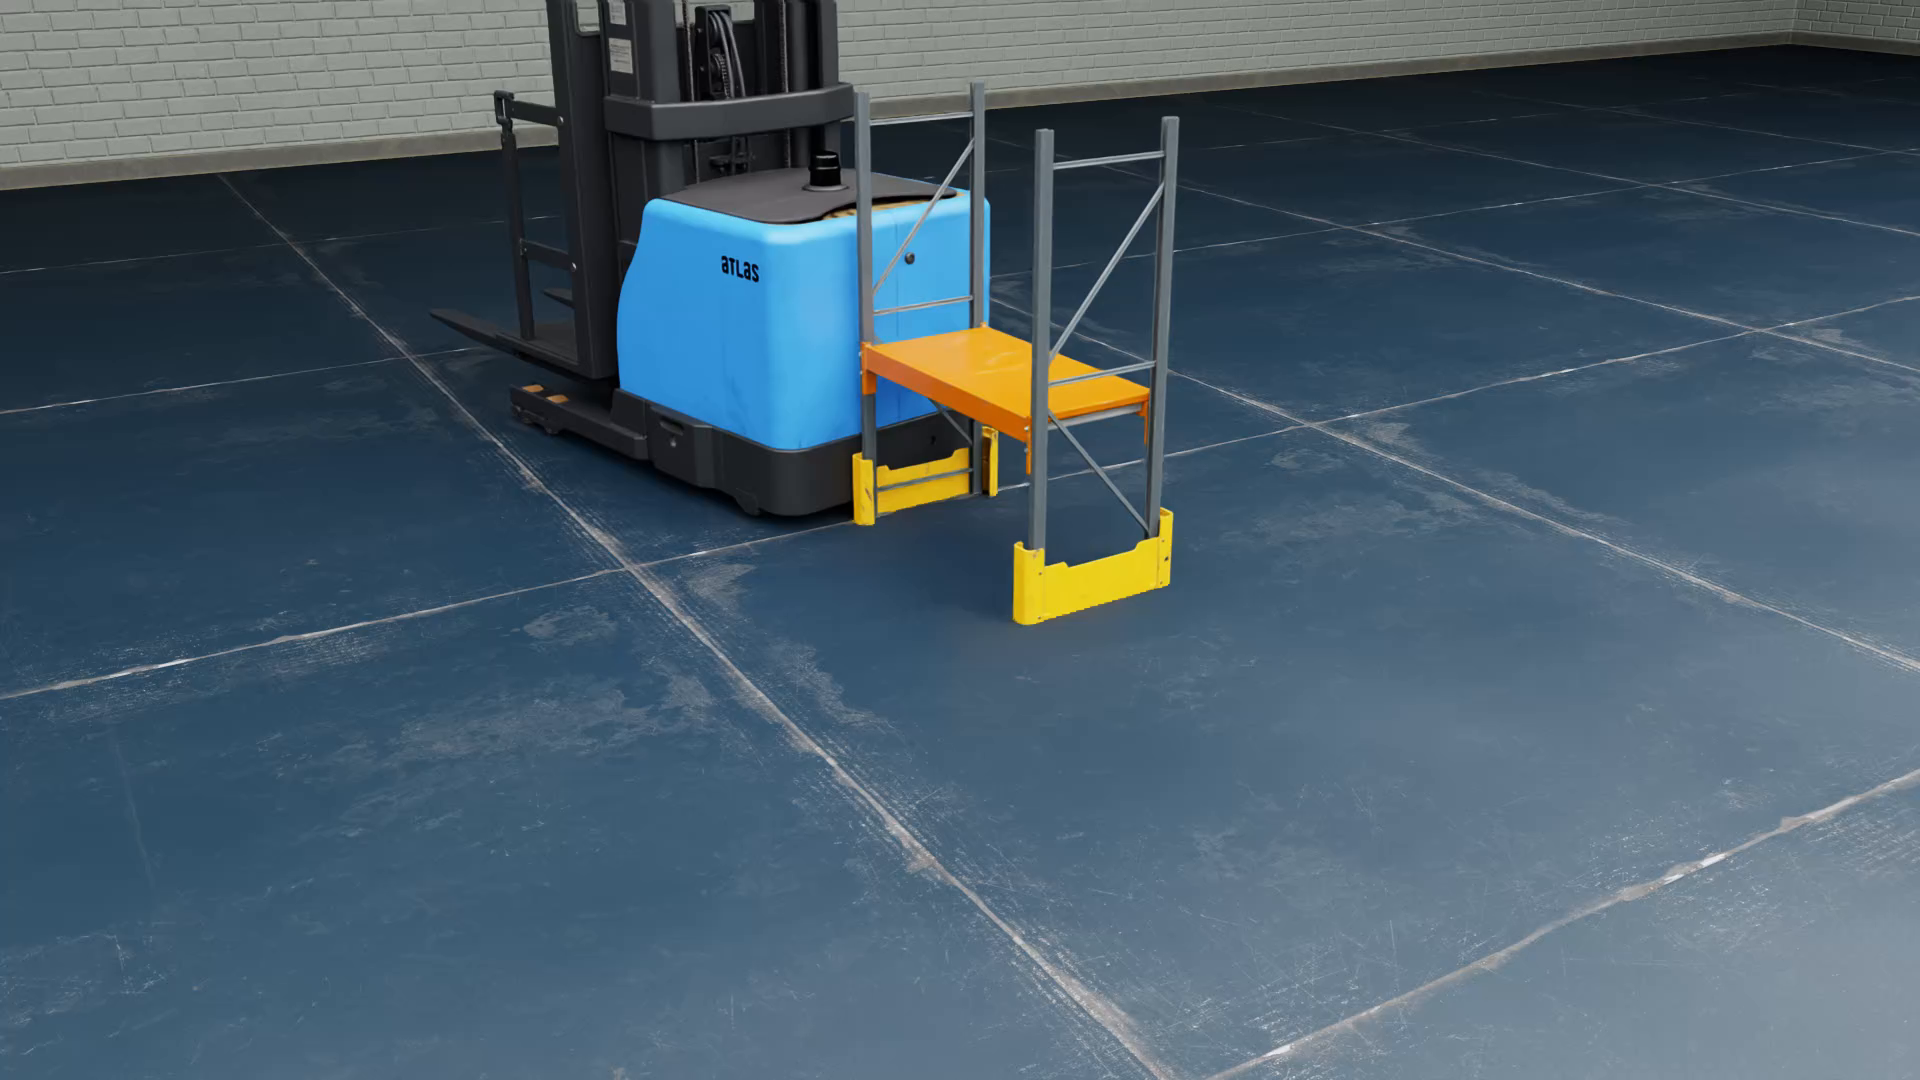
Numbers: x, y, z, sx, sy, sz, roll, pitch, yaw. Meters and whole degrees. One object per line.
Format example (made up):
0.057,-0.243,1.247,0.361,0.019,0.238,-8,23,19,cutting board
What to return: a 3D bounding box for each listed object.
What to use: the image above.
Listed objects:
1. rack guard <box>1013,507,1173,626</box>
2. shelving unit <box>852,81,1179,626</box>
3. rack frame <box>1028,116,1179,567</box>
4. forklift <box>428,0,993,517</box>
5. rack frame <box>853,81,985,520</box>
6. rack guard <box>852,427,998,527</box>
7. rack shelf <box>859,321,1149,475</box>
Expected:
0.427,0.080,5.283,0.587,0.250,0.087,-14,26,-31,rack guard
0.153,-0.656,5.433,0.587,1.500,1.083,-14,26,-31,shelving unit
0.427,-0.499,5.047,0.500,1.500,0.032,-14,26,-31,rack frame
-1.248,-1.909,6.615,1.130,2.935,3.031,-19,29,-39,forklift
-0.132,-0.819,5.834,0.500,1.500,0.032,-14,26,-31,rack frame
-0.121,-0.233,6.054,0.587,0.250,0.087,-14,26,-31,rack guard
0.148,-0.492,5.508,0.538,0.185,1.000,-14,26,-31,rack shelf
